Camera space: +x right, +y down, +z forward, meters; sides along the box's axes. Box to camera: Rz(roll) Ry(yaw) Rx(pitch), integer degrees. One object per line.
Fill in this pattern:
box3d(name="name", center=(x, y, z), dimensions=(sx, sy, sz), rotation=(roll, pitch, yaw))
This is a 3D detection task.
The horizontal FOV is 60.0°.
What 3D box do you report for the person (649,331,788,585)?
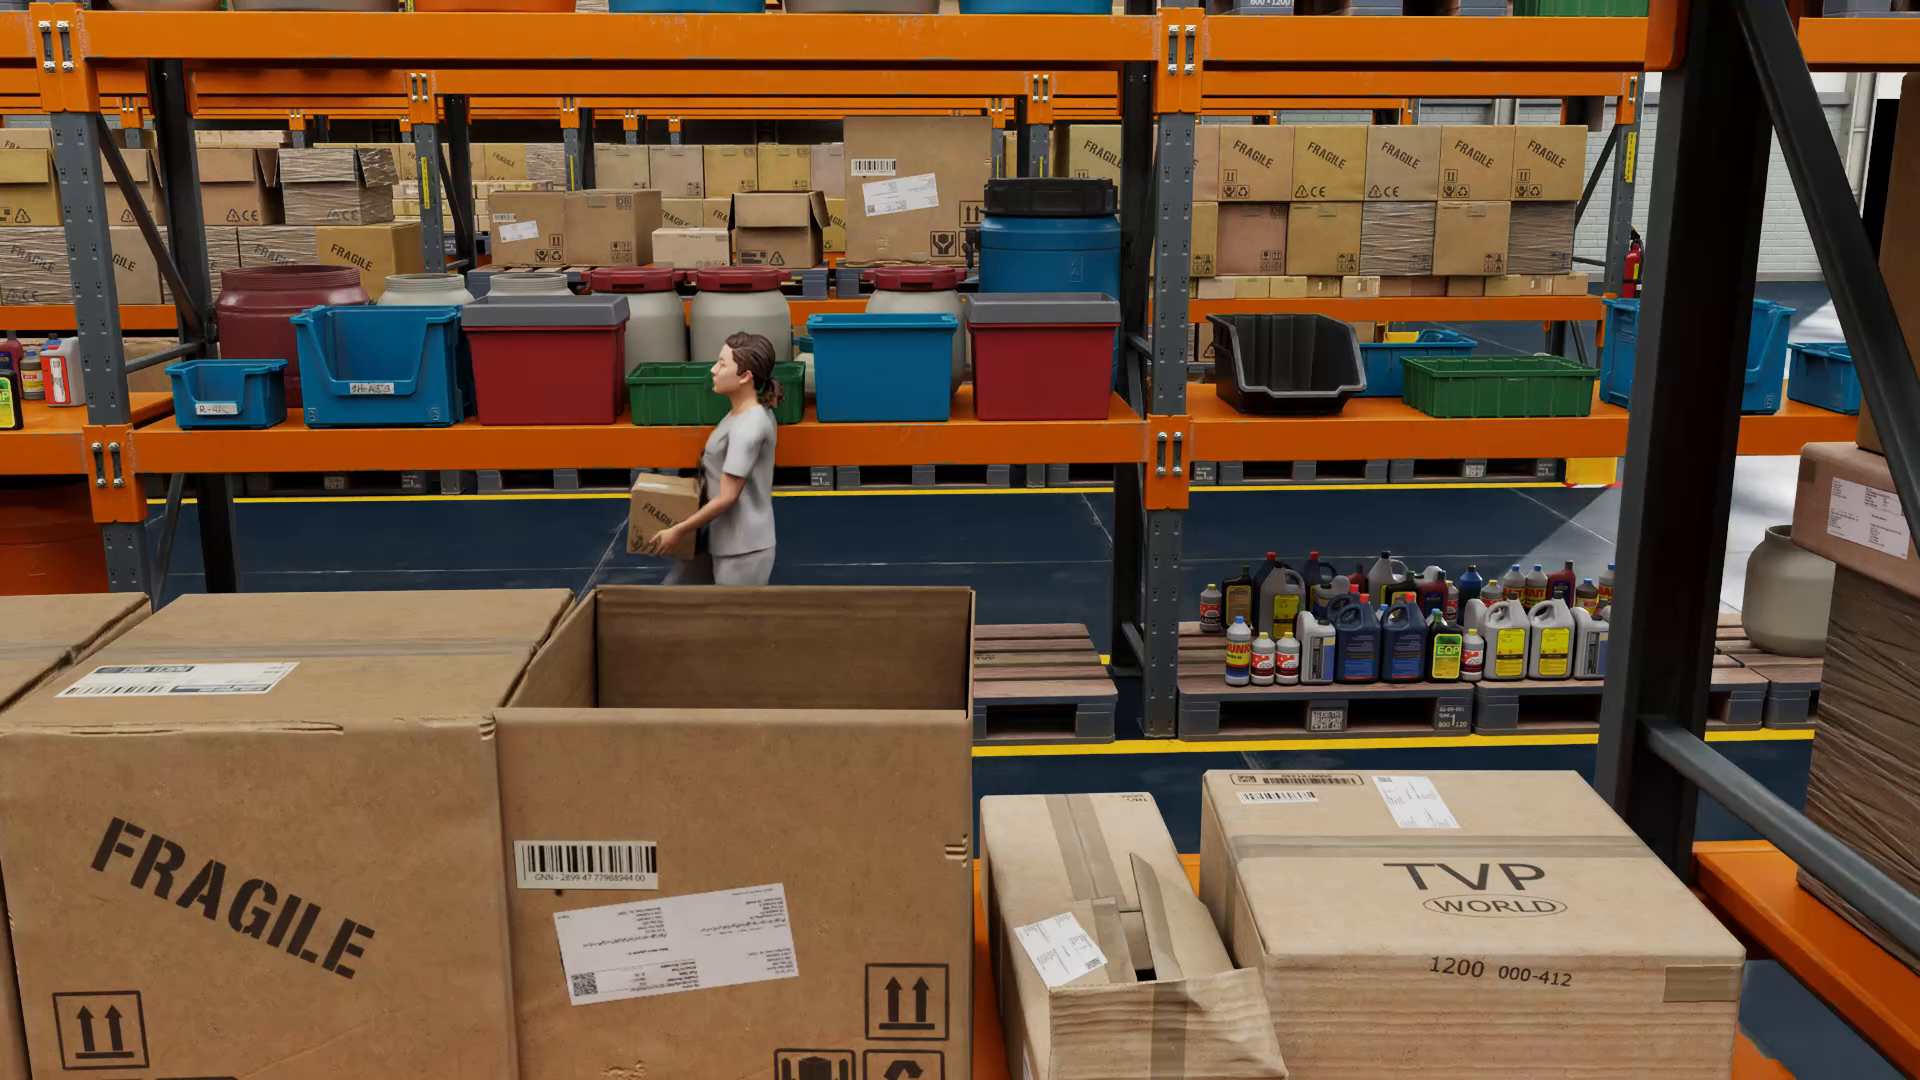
box3d(name="person", center=(-0.904, 0.050, 6.288), dimensions=(0.536, 1.674, 0.452), rotation=(-2, 14, -7))
